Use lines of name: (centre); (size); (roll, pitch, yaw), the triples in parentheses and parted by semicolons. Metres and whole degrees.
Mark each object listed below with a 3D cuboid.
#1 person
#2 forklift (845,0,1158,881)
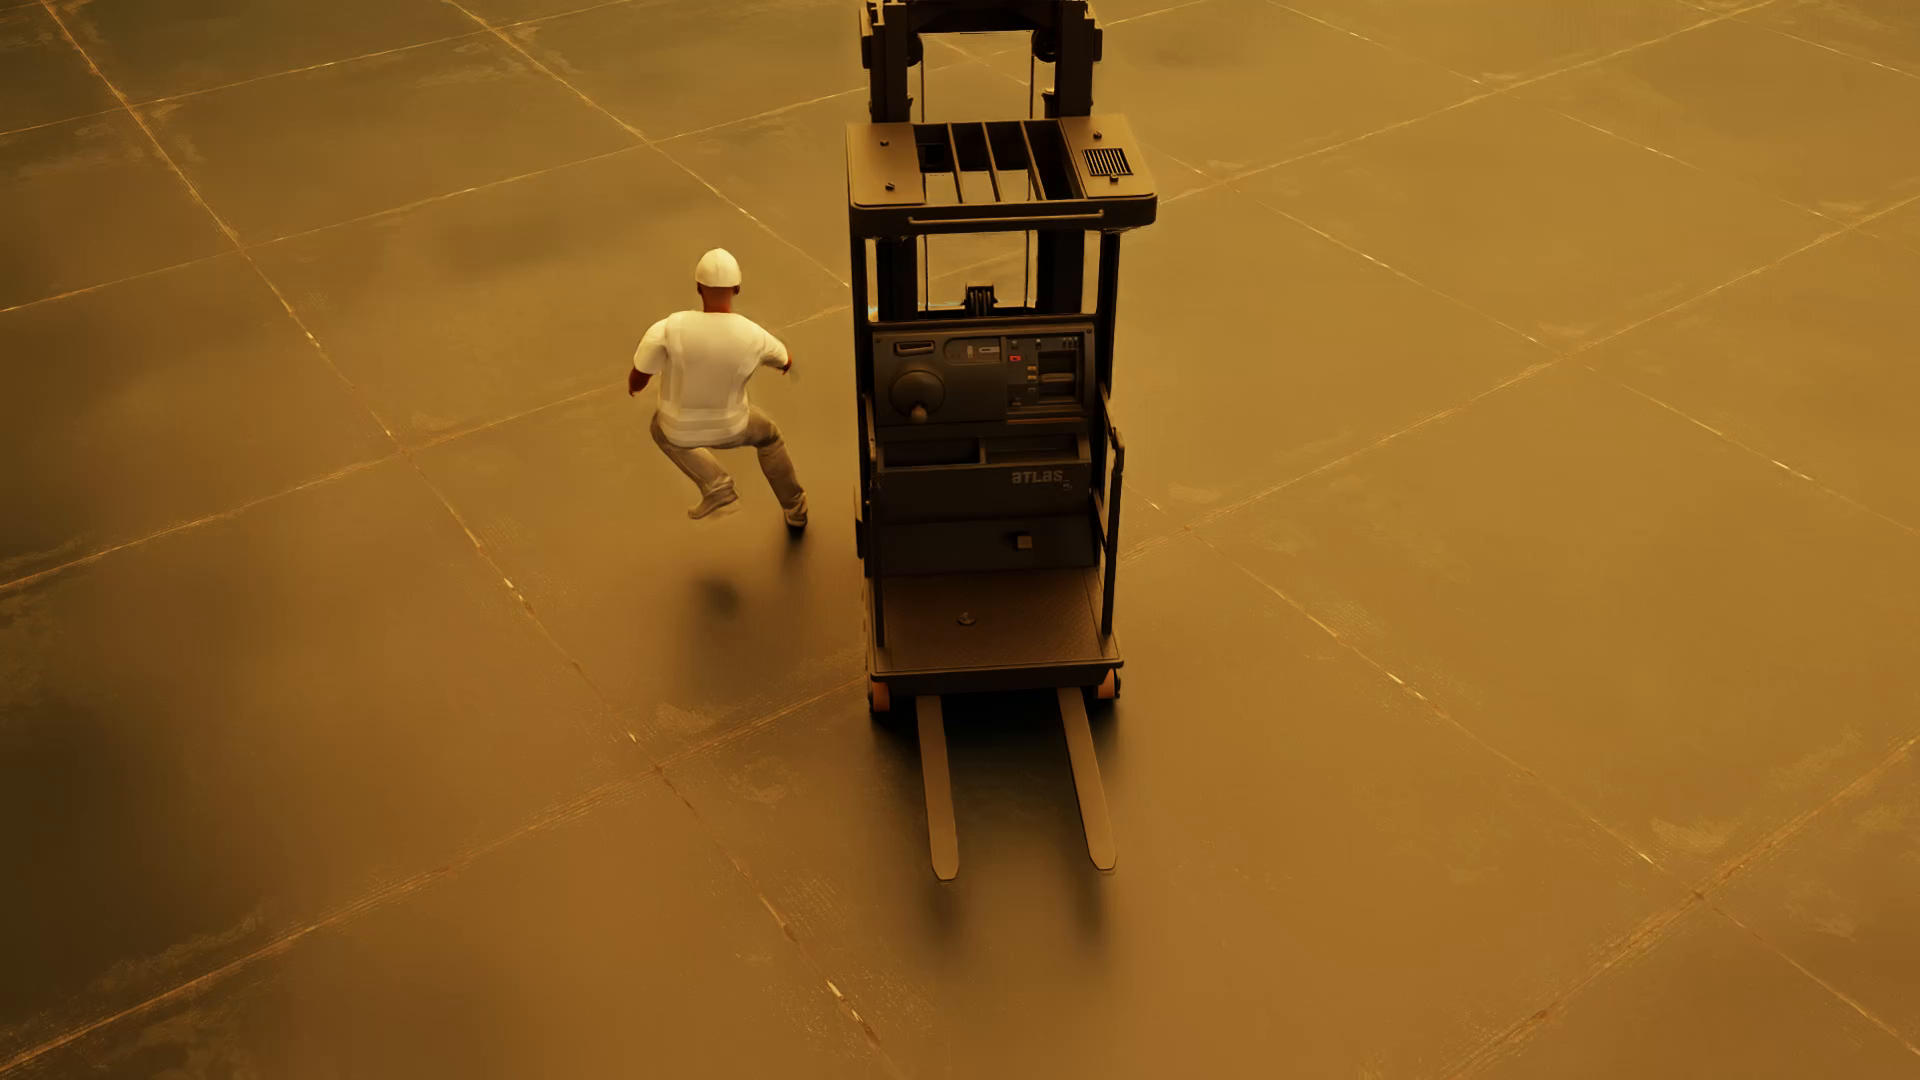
person: (-1.166, -0.704, 7.969); (0.822, 1.624, 0.713); (-6, 37, -8)
forklift: (0.123, -0.625, 6.790); (1.130, 2.935, 3.031); (-3, 37, -4)
